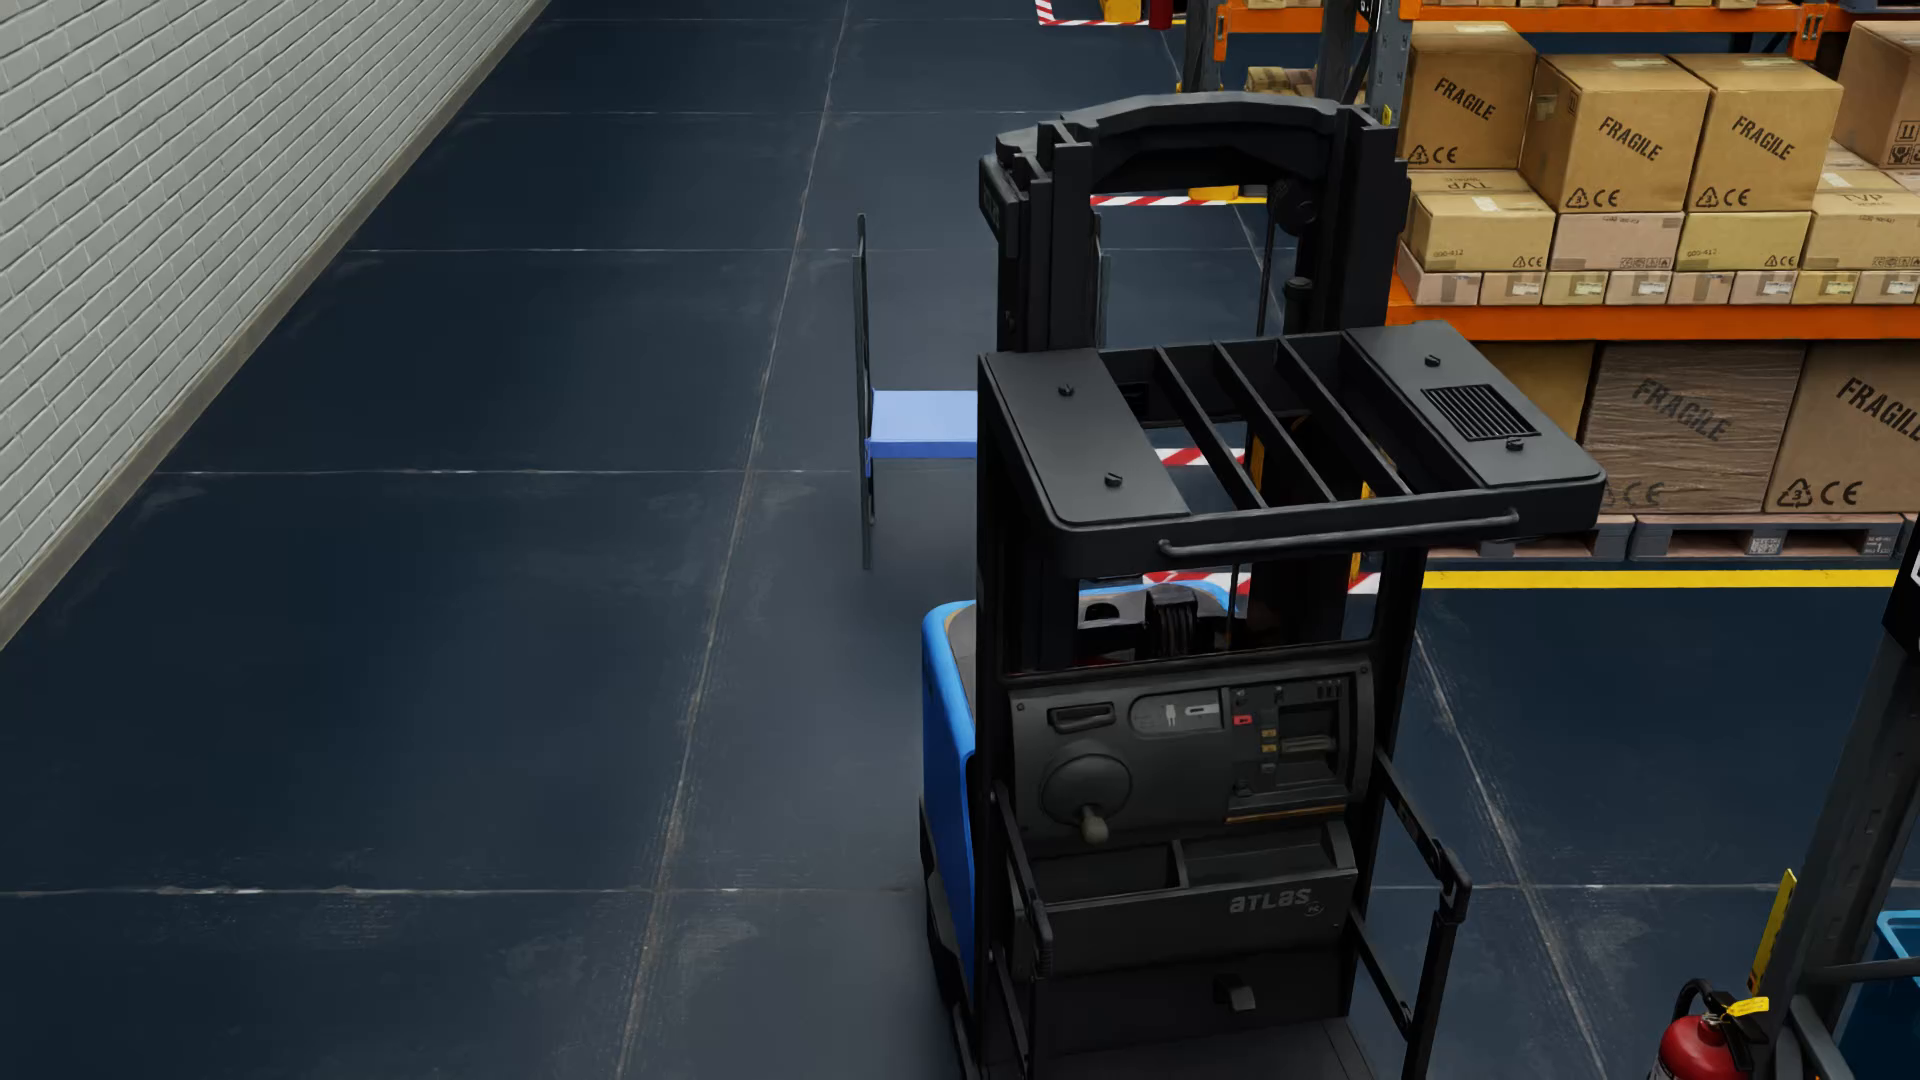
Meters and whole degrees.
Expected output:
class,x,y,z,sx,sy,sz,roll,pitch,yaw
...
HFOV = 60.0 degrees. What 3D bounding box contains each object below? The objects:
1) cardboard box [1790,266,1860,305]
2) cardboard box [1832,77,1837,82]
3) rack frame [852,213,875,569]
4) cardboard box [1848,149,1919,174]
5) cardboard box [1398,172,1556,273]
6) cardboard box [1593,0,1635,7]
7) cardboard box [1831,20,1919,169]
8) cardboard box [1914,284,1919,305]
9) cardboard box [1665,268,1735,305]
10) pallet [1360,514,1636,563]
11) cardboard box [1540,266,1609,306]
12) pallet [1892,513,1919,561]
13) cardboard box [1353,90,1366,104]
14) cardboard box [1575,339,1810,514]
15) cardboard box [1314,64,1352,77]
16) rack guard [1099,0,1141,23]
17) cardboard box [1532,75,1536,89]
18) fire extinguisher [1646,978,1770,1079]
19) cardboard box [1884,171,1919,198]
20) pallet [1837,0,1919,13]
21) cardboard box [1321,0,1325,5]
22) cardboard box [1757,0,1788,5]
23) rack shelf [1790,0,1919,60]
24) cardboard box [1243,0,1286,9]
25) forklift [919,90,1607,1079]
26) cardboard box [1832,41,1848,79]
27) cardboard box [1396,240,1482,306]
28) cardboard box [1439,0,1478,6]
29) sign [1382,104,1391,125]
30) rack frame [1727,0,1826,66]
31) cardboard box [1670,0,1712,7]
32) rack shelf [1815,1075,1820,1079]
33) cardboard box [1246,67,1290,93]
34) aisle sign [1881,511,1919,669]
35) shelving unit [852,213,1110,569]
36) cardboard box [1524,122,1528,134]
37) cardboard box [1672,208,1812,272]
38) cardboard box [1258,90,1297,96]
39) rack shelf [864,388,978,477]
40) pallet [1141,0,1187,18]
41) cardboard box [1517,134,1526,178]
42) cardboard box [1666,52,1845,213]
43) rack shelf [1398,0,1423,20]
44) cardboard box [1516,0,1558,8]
class,x,y,z,sx,sy,sz,roll,pitch,yaw
cardboard box,3.533,-1.125,6.954,0.250,0.149,0.380,-1,31,-2
cardboard box,6.450,-2.958,11.739,0.500,0.500,0.500,1,31,2
rack frame,-0.423,-0.640,7.359,0.032,1.500,0.500,0,31,0
cardboard box,4.152,-1.603,7.359,0.500,0.250,0.500,1,31,1
cardboard box,2.120,-1.321,6.894,0.500,0.250,0.500,-1,31,-2
cardboard box,4.371,-3.721,11.234,0.250,0.149,0.380,-1,31,-2
cardboard box,4.145,-1.923,7.162,0.500,0.500,0.500,-1,31,-2
cardboard box,4.050,-1.127,6.958,0.250,0.149,0.380,-1,31,-1
cardboard box,3.023,-1.124,6.952,0.250,0.149,0.380,-1,31,-1
pallet,2.437,-0.248,7.955,1.213,0.211,1.003,0,31,0
cardboard box,2.508,-1.122,6.950,0.250,0.149,0.380,-1,31,-1
pallet,4.877,-0.255,7.967,1.213,0.211,1.003,0,31,0
cardboard box,2.763,-3.008,11.586,0.250,0.149,0.380,0,31,0
cardboard box,3.188,-0.714,7.679,0.875,0.875,0.875,0,31,0
cardboard box,2.747,-3.356,12.159,0.250,0.149,0.380,-1,31,-1
rack guard,1.555,-5.469,16.281,0.348,0.500,1.175,0,31,0
cardboard box,4.048,-3.293,12.055,0.250,0.149,0.380,-1,31,-2
fire extinguisher,1.515,1.130,3.431,0.183,0.674,0.296,0,31,0
cardboard box,4.171,-1.330,6.909,0.500,0.250,0.500,0,31,1
pallet,6.475,-3.827,11.351,1.213,0.211,1.003,0,31,0
cardboard box,2.559,-3.689,11.180,0.250,0.149,0.380,-1,31,-2
cardboard box,5.425,-3.753,11.286,0.250,0.149,0.380,-1,31,-1
rack shelf,7.709,-3.681,11.619,4.000,0.370,1.077,0,31,0
cardboard box,2.035,-3.694,11.188,0.250,0.149,0.380,0,31,-1
forklift,0.625,0.578,3.972,1.130,2.935,3.031,-5,32,-9
cardboard box,6.450,-3.279,11.545,0.500,0.250,0.500,-1,31,-2
cardboard box,1.995,-1.119,6.945,0.250,0.149,0.380,0,31,0
cardboard box,3.336,-3.735,11.256,0.250,0.149,0.380,-1,31,-1
sign,1.636,-1.513,6.441,0.005,0.325,0.100,0,31,0
rack frame,5.709,-3.982,11.422,0.127,3.000,1.000,0,31,0
cardboard box,4.901,-3.726,11.241,0.250,0.149,0.380,1,31,2
rack shelf,3.668,1.474,3.123,4.000,0.370,1.077,0,31,0
cardboard box,2.237,-3.318,12.097,0.250,0.149,0.380,0,31,0
aisle sign,1.595,-0.091,2.502,0.004,0.787,0.394,0,31,0
shelving unit,0.085,-0.641,7.361,1.048,1.500,0.538,0,31,0
cardboard box,4.084,-2.936,11.754,0.250,0.149,0.380,-2,31,-3
cardboard box,3.142,-1.326,6.902,0.500,0.250,0.500,-1,31,-2
cardboard box,2.236,-3.010,11.590,0.250,0.149,0.380,-2,31,-3
rack shelf,0.085,-0.488,7.455,1.000,0.185,0.538,0,31,0
pallet,2.378,-5.388,16.427,1.213,0.211,1.003,0,31,0
cardboard box,2.629,-1.600,7.354,0.500,0.250,0.500,-1,31,-1
cardboard box,3.138,-1.648,6.710,0.500,0.500,0.500,-1,31,-2
rack shelf,3.638,-2.378,6.579,4.000,0.370,1.077,0,31,0
cardboard box,3.862,-3.711,11.216,0.250,0.149,0.380,0,31,1
